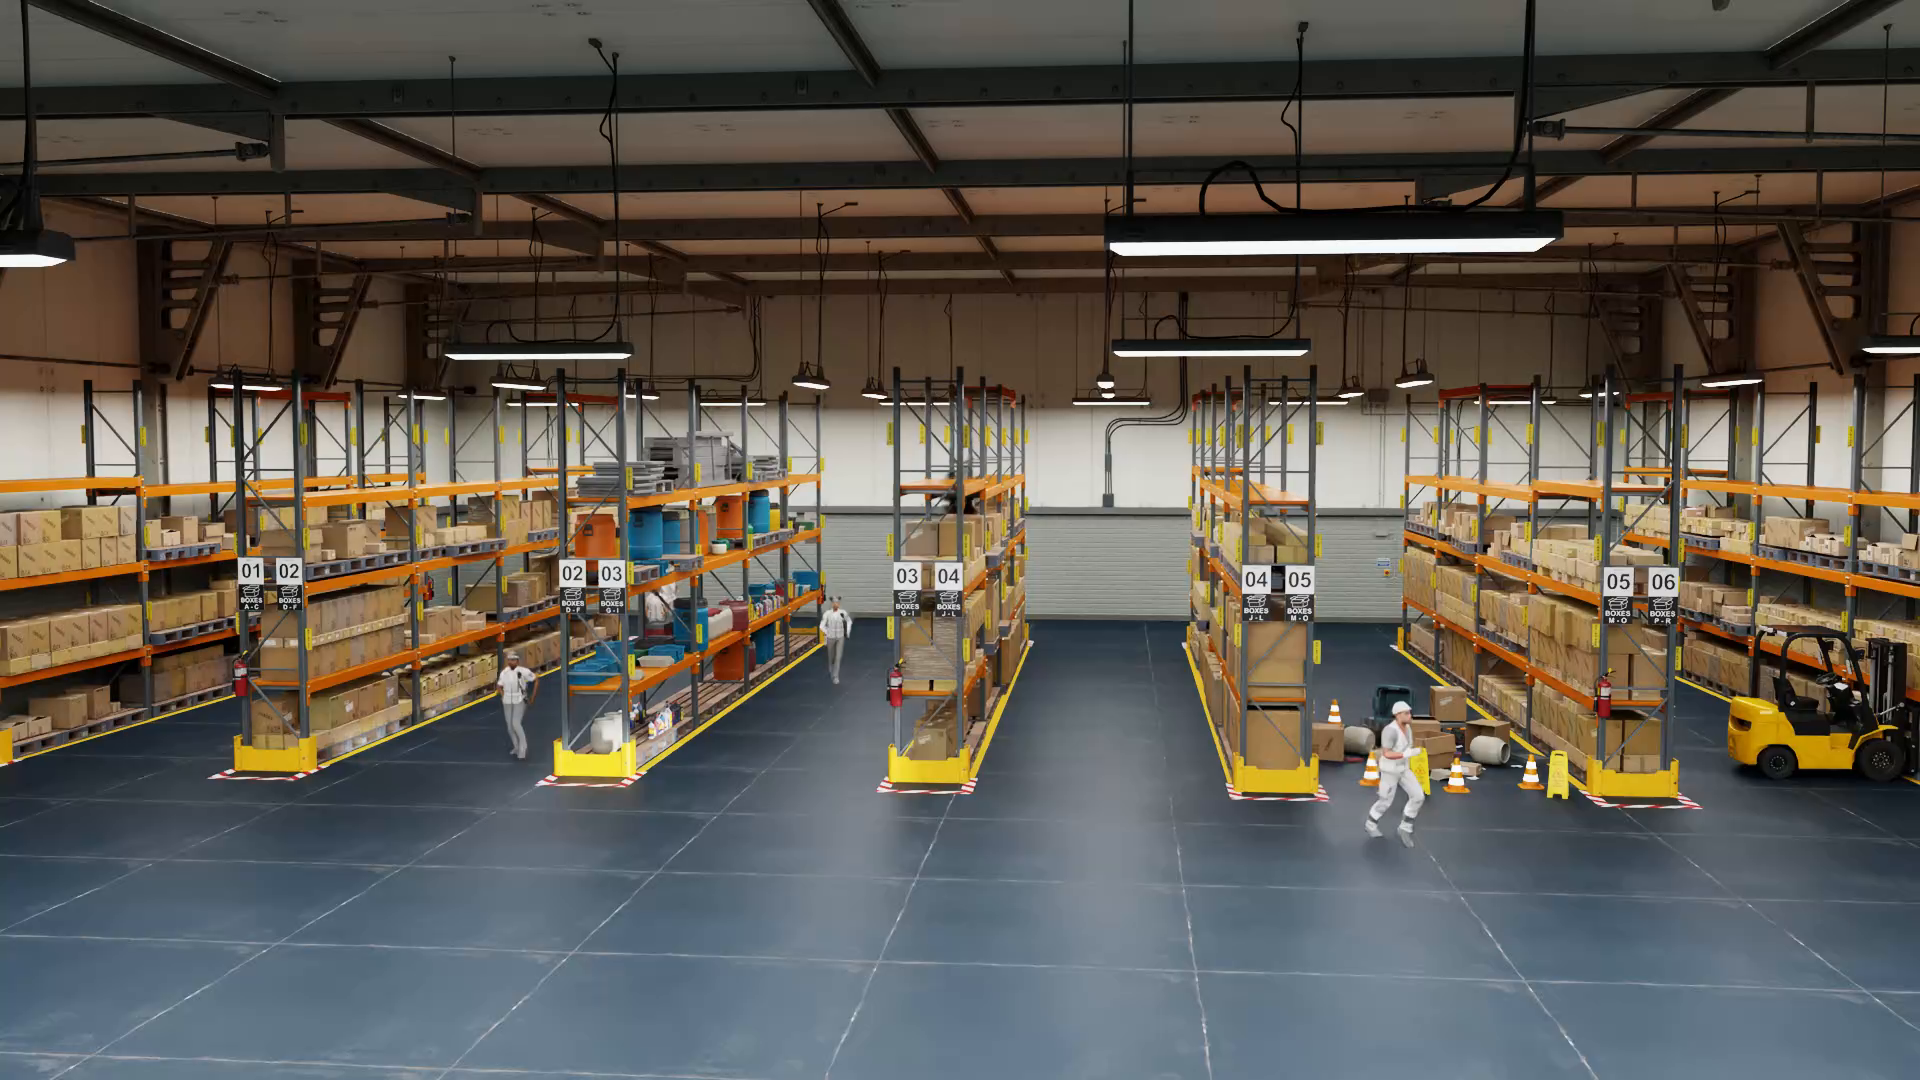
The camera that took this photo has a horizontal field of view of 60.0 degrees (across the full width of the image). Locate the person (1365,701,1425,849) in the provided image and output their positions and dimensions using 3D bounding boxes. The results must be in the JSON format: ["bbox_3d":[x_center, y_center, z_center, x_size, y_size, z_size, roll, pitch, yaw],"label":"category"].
[{"bbox_3d":[5.317,2.850,20.330,0.692,1.798,0.848,-3,5,-41],"label":"person"}]

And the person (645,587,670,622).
[{"bbox_3d":[-7.006,1.806,38.428,0.593,1.622,0.545,0,4,-5],"label":"person"}]

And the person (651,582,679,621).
[{"bbox_3d":[-7.336,1.550,41.582,0.952,1.749,0.699,3,5,42],"label":"person"}]

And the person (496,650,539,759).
[{"bbox_3d":[-6.912,2.567,25.866,0.594,1.722,0.679,0,4,7],"label":"person"}]

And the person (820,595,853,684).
[{"bbox_3d":[-2.376,1.891,32.000,0.632,1.670,0.861,0,4,-6],"label":"person"}]
